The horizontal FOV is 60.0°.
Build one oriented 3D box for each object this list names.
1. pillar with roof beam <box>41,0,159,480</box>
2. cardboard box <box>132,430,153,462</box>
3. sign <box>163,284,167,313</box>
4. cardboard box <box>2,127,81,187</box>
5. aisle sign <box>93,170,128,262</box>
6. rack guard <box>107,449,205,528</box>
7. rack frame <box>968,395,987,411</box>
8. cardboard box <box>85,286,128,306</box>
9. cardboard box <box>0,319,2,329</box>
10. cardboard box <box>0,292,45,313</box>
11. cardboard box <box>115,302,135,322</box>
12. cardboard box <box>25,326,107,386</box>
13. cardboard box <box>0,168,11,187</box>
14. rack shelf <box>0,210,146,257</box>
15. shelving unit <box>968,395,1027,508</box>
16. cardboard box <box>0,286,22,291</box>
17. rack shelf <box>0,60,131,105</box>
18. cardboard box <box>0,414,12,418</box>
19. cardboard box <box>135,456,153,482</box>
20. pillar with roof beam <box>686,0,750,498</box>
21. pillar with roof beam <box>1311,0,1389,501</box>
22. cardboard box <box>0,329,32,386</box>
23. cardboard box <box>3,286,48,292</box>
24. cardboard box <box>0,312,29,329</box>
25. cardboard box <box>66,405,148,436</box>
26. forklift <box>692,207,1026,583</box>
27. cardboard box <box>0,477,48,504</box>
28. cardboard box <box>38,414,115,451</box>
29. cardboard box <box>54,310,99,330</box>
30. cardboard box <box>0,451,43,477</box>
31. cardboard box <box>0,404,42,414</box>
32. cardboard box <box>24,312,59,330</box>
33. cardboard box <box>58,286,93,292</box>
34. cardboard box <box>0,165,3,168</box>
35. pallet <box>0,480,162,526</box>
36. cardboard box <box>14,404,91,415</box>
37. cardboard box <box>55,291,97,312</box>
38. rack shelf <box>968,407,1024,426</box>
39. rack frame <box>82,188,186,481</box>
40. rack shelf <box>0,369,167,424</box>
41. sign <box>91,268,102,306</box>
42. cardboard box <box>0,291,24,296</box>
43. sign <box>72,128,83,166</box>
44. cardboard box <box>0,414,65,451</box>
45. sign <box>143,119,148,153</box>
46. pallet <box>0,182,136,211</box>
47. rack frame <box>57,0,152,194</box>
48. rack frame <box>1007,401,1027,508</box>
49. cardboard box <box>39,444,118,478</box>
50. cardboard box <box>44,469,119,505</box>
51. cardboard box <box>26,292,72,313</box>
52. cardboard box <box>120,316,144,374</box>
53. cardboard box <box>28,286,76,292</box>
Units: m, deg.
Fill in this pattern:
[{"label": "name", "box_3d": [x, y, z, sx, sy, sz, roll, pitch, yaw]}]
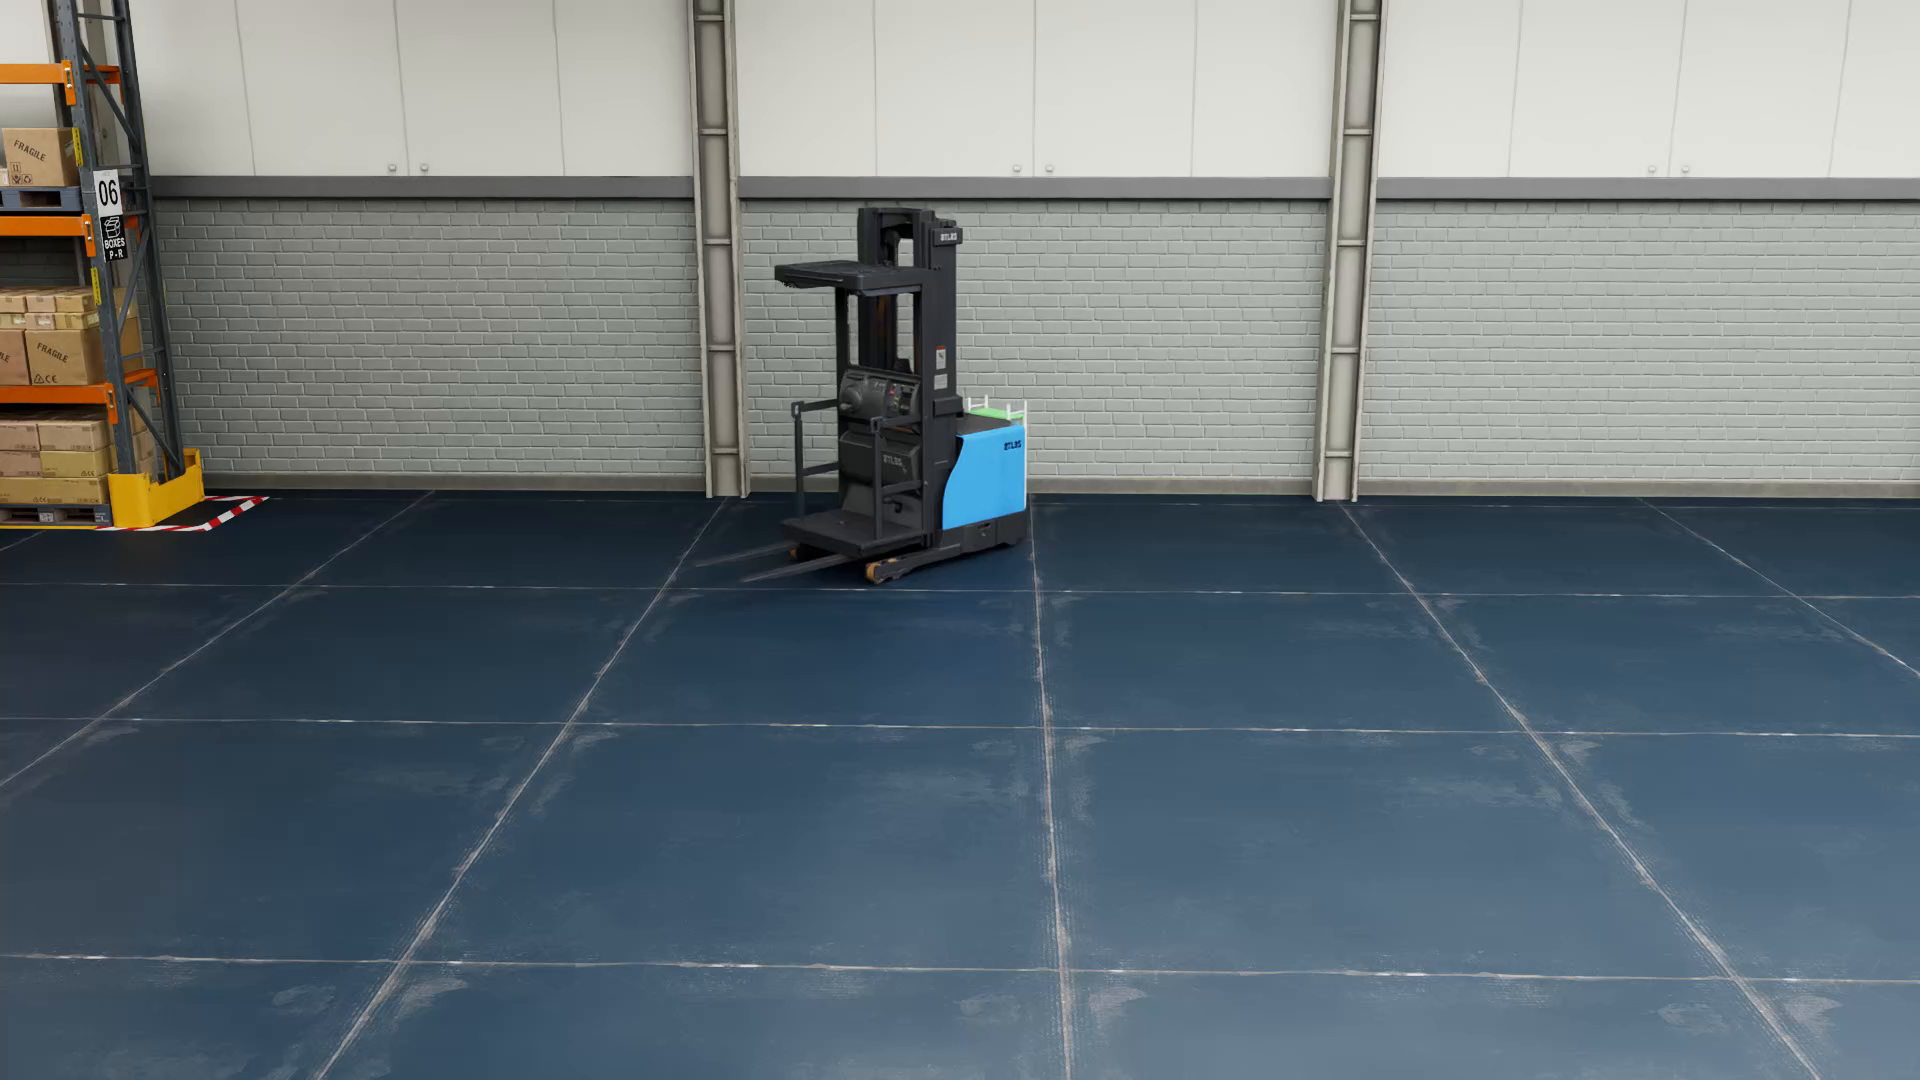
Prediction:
[{"label": "pillar with roof beam", "box_3d": [-8.413, -3.749, 11.409, 0.400, 9.000, 9.100, 0, 15, 1]}, {"label": "cardboard box", "box_3d": [-8.095, -0.883, 15.893, 0.500, 0.250, 0.500, 1, 15, 2]}, {"label": "sign", "box_3d": [-7.610, -2.310, 15.863, 0.005, 0.325, 0.100, 0, 15, 1]}, {"label": "cardboard box", "box_3d": [-8.079, -3.402, 14.761, 0.500, 0.500, 0.500, 1, 15, 3]}, {"label": "aisle sign", "box_3d": [-7.572, -2.893, 14.830, 0.004, 0.787, 0.394, 0, 15, 1]}, {"label": "rack guard", "box_3d": [-7.606, -0.503, 15.766, 0.348, 0.500, 1.175, 0, 15, 1]}, {"label": "rack frame", "box_3d": [0.160, -0.724, 15.233, 0.240, 1.200, 0.015, -14, 20, -43]}, {"label": "cardboard box", "box_3d": [-7.961, -2.274, 15.529, 0.250, 0.149, 0.380, 0, 15, 0]}, {"label": "cardboard box", "box_3d": [-8.746, -2.020, 15.150, 0.250, 0.149, 0.380, 0, 15, 1]}, {"label": "cardboard box", "box_3d": [-8.503, -2.154, 15.075, 0.250, 0.149, 0.380, 1, 15, 3]}, {"label": "cardboard box", "box_3d": [-7.963, -2.142, 15.611, 0.250, 0.149, 0.380, 0, 15, 0]}, {"label": "cardboard box", "box_3d": [-8.129, -1.696, 15.193, 0.500, 0.500, 0.500, 0, 15, 0]}, {"label": "cardboard box", "box_3d": [-8.466, -3.220, 14.757, 0.250, 0.149, 0.380, 0, 15, 0]}, {"label": "rack shelf", "box_3d": [-9.630, -2.827, 15.206, 4.000, 0.370, 1.077, 0, 15, 1]}, {"label": "shelving unit", "box_3d": [0.332, -0.680, 15.066, 0.258, 1.200, 0.503, -14, 20, -43]}, {"label": "cardboard box", "box_3d": [-8.997, -2.283, 15.564, 0.250, 0.149, 0.380, 1, 15, 3]}, {"label": "rack shelf", "box_3d": [-9.630, -4.084, 14.874, 4.000, 0.370, 1.077, 0, 15, 1]}, {"label": "cardboard box", "box_3d": [-9.114, -0.995, 15.337, 0.500, 0.250, 0.500, 1, 15, 2]}, {"label": "cardboard box", "box_3d": [-8.116, -0.638, 15.946, 0.500, 0.250, 0.500, 0, 15, 2]}, {"label": "pillar with roof beam", "box_3d": [-2.415, -3.710, 11.261, 0.400, 9.000, 9.100, 0, 15, 1]}, {"label": "pillar with roof beam", "box_3d": [3.583, -3.671, 11.113, 0.400, 9.000, 9.100, 0, 15, 1]}, {"label": "cardboard box", "box_3d": [-8.647, -1.702, 15.215, 0.500, 0.500, 0.500, 1, 15, 3]}, {"label": "cardboard box", "box_3d": [-8.733, -2.288, 15.581, 0.250, 0.149, 0.380, 0, 15, 2]}, {"label": "cardboard box", "box_3d": [-8.498, -2.016, 15.133, 0.250, 0.149, 0.380, 1, 15, 2]}, {"label": "cardboard box", "box_3d": [-8.106, -1.120, 15.812, 0.500, 0.250, 0.500, 0, 15, 1]}, {"label": "forklift", "box_3d": [-0.821, -1.213, 13.692, 3.031, 2.935, 1.130, -14, 20, -42]}, {"label": "cardboard box", "box_3d": [-8.605, -0.513, 15.472, 0.500, 0.250, 0.500, 0, 15, 1]}, {"label": "cardboard box", "box_3d": [-8.099, -0.992, 15.327, 0.500, 0.250, 0.500, 1, 15, 3]}, {"label": "cardboard box", "box_3d": [-7.984, -2.004, 15.090, 0.250, 0.149, 0.380, 1, 15, 2]}, {"label": "cardboard box", "box_3d": [-8.626, -0.756, 15.414, 0.500, 0.250, 0.500, 0, 15, 1]}, {"label": "cardboard box", "box_3d": [-9.105, -1.128, 15.843, 0.500, 0.250, 0.500, 0, 15, 1]}, {"label": "cardboard box", "box_3d": [-8.240, -1.998, 15.067, 0.250, 0.149, 0.380, 1, 15, 2]}, {"label": "cardboard box", "box_3d": [-8.225, -2.292, 15.596, 0.250, 0.149, 0.380, 1, 15, 3]}, {"label": "cardboard box", "box_3d": [-8.720, -3.278, 14.749, 0.258, 0.266, 0.396, 0, 15, 2]}, {"label": "pallet", "box_3d": [-8.396, -0.358, 15.782, 1.213, 0.211, 1.003, 0, 15, 1]}, {"label": "cardboard box", "box_3d": [-8.606, -1.122, 15.821, 0.500, 0.250, 0.500, 0, 15, 2]}, {"label": "cardboard box", "box_3d": [-7.994, -2.166, 15.119, 0.250, 0.149, 0.380, 0, 15, 2]}, {"label": "rack shelf", "box_3d": [0.332, -1.082, 14.960, 0.258, 0.148, 0.480, -14, 20, -43]}, {"label": "rack frame", "box_3d": [-7.630, -1.712, 15.447, 0.127, 3.000, 1.000, 0, 15, 1]}, {"label": "rack shelf", "box_3d": [-9.630, -1.377, 15.589, 4.000, 0.370, 1.077, 0, 15, 1]}, {"label": "sign", "box_3d": [-7.658, -2.248, 14.745, 0.005, 0.325, 0.100, 0, 15, 1]}, {"label": "cardboard box", "box_3d": [-8.750, -2.175, 15.154, 0.250, 0.149, 0.380, 0, 15, 2]}, {"label": "sign", "box_3d": [-7.658, -3.414, 14.438, 0.005, 0.325, 0.100, 0, 15, 1]}, {"label": "cardboard box", "box_3d": [-8.609, -0.994, 15.334, 0.500, 0.250, 0.500, 1, 15, 2]}, {"label": "sign", "box_3d": [-7.610, -3.764, 15.480, 0.005, 0.325, 0.100, 0, 15, 1]}, {"label": "pallet", "box_3d": [-8.336, -3.130, 15.119, 1.213, 0.211, 1.003, 0, 15, 1]}, {"label": "rack frame", "box_3d": [-7.630, -4.612, 14.682, 0.127, 3.000, 1.000, 0, 15, 1]}, {"label": "rack frame", "box_3d": [0.504, -0.636, 14.899, 0.240, 1.200, 0.015, -14, 20, -43]}, {"label": "cardboard box", "box_3d": [-8.125, -0.750, 15.391, 0.500, 0.250, 0.500, 0, 15, 1]}, {"label": "cardboard box", "box_3d": [-8.108, -0.508, 15.451, 0.500, 0.250, 0.500, 0, 15, 2]}, {"label": "cardboard box", "box_3d": [-8.241, -2.160, 15.095, 0.250, 0.149, 0.380, 0, 15, 2]}, {"label": "cardboard box", "box_3d": [-8.118, -1.834, 15.715, 0.500, 0.500, 0.500, 1, 15, 3]}, {"label": "cardboard box", "box_3d": [-8.486, -2.282, 15.561, 0.250, 0.149, 0.380, 1, 15, 2]}]
